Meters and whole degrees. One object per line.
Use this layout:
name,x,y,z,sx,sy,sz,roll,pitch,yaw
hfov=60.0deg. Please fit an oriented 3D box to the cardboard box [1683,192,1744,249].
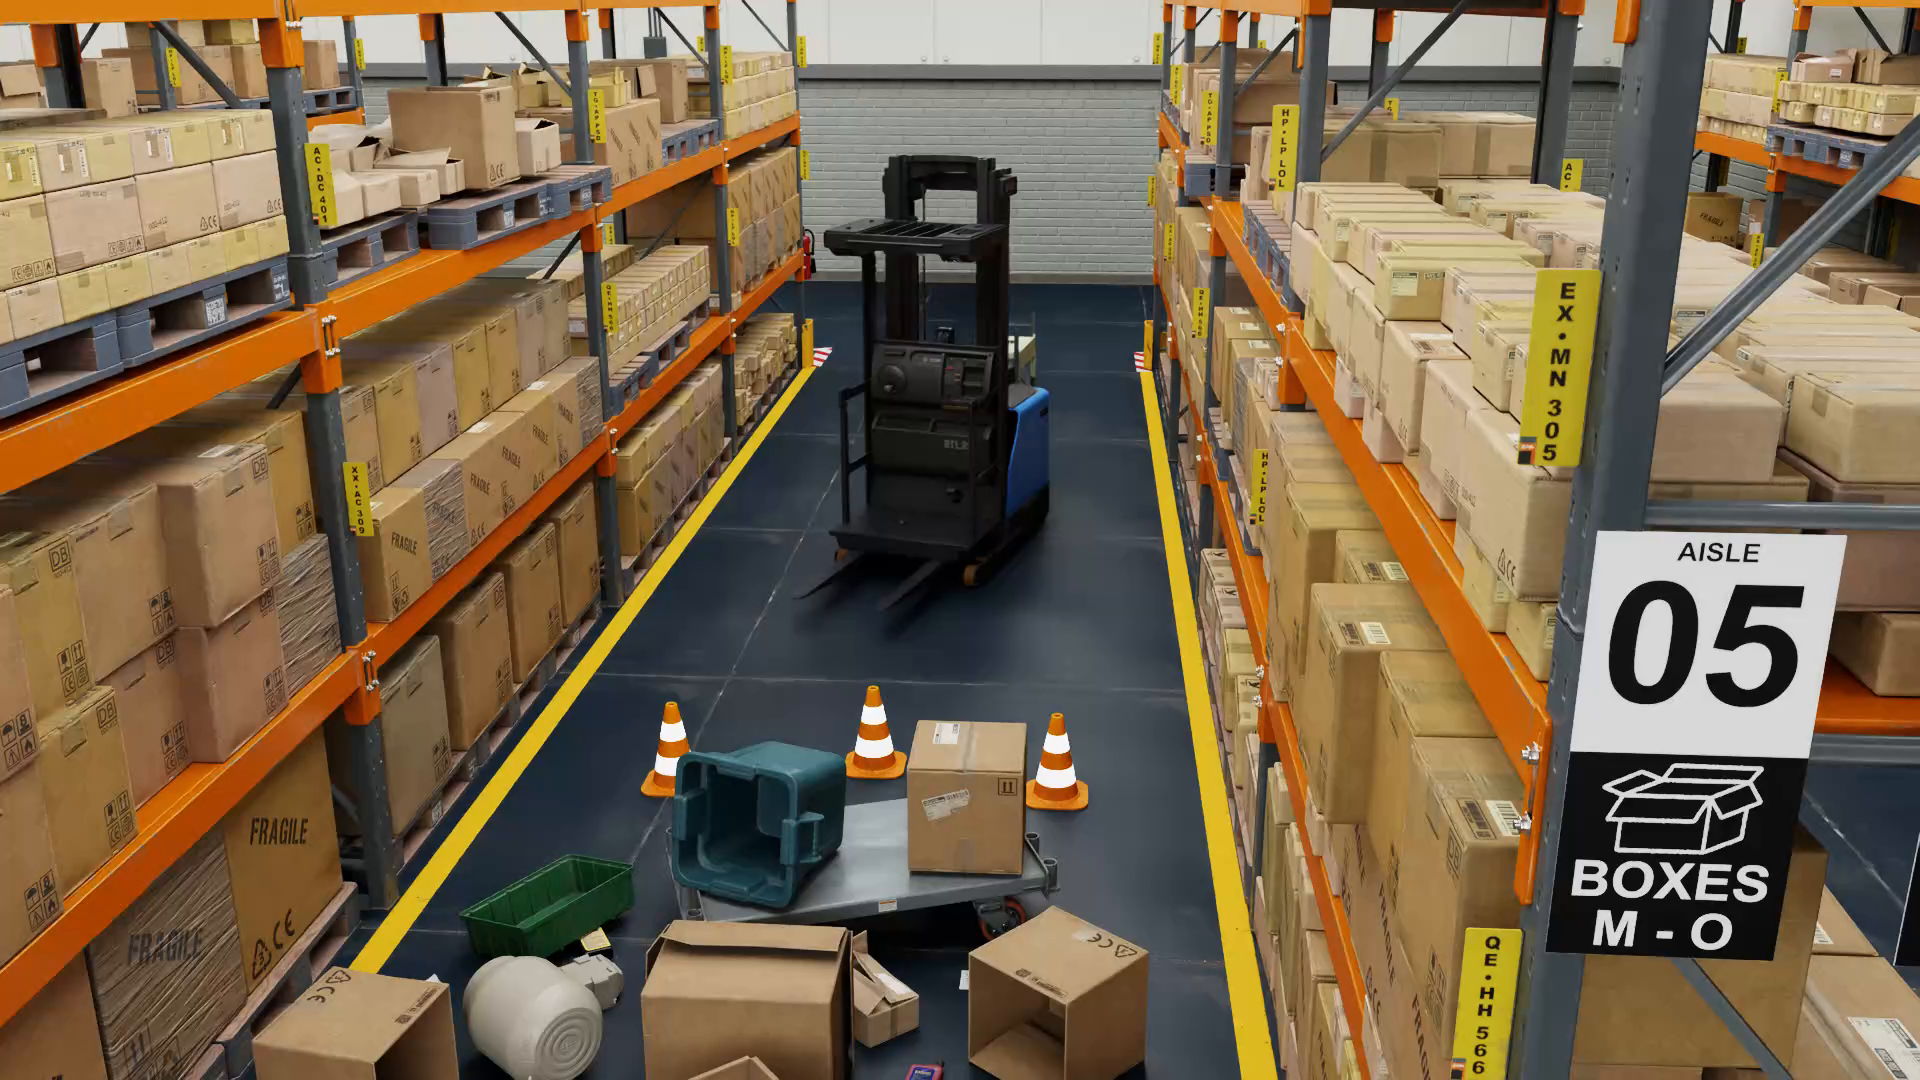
cardboard box,7.220,-3.099,16.124,0.500,0.500,0.500,2,18,5

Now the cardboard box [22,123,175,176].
cardboard box,-2.891,-1.313,5.583,0.380,0.149,0.250,2,18,5

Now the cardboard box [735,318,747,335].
cardboard box,-2.544,-2.347,18.216,0.380,0.149,0.250,2,18,5

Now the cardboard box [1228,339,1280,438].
cardboard box,1.778,-0.826,9.312,0.500,0.500,0.500,2,18,5

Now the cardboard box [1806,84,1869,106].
cardboard box,6.874,-3.481,13.002,0.380,0.149,0.250,1,18,3

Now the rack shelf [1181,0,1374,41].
rack shelf,2.247,-3.839,11.985,1.077,0.370,4.000,1,18,4

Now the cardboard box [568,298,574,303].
cardboard box,-3.170,-1.764,12.740,0.380,0.149,0.250,2,18,5

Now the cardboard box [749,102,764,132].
cardboard box,-2.174,-4.029,15.826,0.500,0.250,0.500,2,18,6

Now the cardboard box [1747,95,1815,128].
cardboard box,7.126,-3.682,14.290,0.500,0.250,0.500,1,18,4

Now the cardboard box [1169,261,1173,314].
cardboard box,2.168,-2.338,15.082,0.500,0.500,0.500,1,18,4

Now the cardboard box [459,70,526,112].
cardboard box,-3.071,-2.946,10.890,0.396,0.266,0.258,1,18,4

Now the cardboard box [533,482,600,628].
cardboard box,-2.975,0.079,10.804,1.050,0.750,0.750,1,18,3

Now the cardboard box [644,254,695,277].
cardboard box,-2.427,-2.290,13.869,0.380,0.149,0.250,1,18,2

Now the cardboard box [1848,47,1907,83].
cardboard box,7.388,-3.826,13.391,0.396,0.266,0.258,1,18,3

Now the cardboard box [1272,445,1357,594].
cardboard box,1.510,-0.031,5.955,0.700,0.500,0.500,1,18,4

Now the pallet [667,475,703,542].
pallet,-2.694,-0.273,13.418,1.003,0.211,1.213,1,18,4

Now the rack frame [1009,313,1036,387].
rack frame,0.438,-1.199,14.174,0.400,1.500,0.023,4,19,12

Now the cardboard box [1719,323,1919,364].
cardboard box,1.840,-0.360,3.510,0.380,0.149,0.250,1,18,4

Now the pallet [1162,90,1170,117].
pallet,2.634,-4.536,17.274,1.003,0.211,1.213,1,18,4

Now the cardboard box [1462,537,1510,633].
cardboard box,1.262,0.085,3.433,0.380,0.149,0.250,1,18,4

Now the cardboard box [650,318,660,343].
cardboard box,-2.515,-1.604,12.731,0.380,0.149,0.250,2,18,5

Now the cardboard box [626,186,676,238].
cardboard box,-2.791,-3.036,15.128,0.500,0.500,0.500,1,18,2

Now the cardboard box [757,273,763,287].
cardboard box,-2.162,-2.592,16.418,0.380,0.149,0.250,2,18,6

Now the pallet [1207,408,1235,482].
pallet,2.158,-0.584,10.196,1.213,0.211,1.003,1,18,4

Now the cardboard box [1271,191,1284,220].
cardboard box,1.793,-1.710,8.074,0.500,0.250,0.500,2,18,5

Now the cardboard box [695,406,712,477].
cardboard box,-2.393,-0.837,14.000,0.500,0.500,0.500,1,18,3

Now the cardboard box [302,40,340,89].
cardboard box,-7.191,-5.162,18.046,0.700,0.500,0.500,0,18,1

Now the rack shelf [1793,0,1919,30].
rack shelf,7.198,-3.729,11.650,1.077,0.370,4.000,1,18,4

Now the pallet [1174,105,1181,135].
pallet,2.459,-3.778,14.962,1.003,0.211,1.213,1,18,4

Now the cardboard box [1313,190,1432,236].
cardboard box,1.479,-1.170,5.981,0.380,0.149,0.250,2,18,6

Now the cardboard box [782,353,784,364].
cardboard box,-2.120,-1.977,18.043,0.380,0.149,0.250,1,18,4

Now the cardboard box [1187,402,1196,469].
cardboard box,2.425,-1.137,14.312,0.875,0.875,0.875,2,18,6

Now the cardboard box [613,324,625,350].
cardboard box,-2.589,-1.429,11.719,0.380,0.149,0.250,2,18,7

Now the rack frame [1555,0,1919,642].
rack frame,1.530,-1.265,2.332,1.000,3.000,0.127,1,18,4

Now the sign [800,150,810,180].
sign,-1.716,-4.144,18.387,0.100,0.325,0.005,1,18,4

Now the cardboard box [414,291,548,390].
cardboard box,-2.918,-1.204,10.015,0.700,0.500,0.500,1,18,3

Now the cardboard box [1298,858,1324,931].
cardboard box,1.385,1.244,5.804,0.380,0.149,0.250,2,18,7

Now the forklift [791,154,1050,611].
forklift,-0.276,-1.201,11.883,1.130,2.935,3.031,7,19,20

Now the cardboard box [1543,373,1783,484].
cardboard box,1.260,-0.211,3.055,0.380,0.149,0.250,1,18,4

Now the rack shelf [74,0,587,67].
rack shelf,-2.985,-2.676,8.435,1.077,0.370,4.000,1,18,4

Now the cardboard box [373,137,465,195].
cardboard box,-2.782,-1.921,8.531,0.396,0.266,0.258,1,18,4

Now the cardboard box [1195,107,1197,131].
cardboard box,1.853,-2.895,11.666,0.396,0.266,0.258,1,18,3

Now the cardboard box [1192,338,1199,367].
cardboard box,1.918,-1.381,11.757,0.500,0.250,0.500,1,18,2

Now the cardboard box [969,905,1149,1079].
cardboard box,0.383,1.833,6.523,0.500,0.500,0.500,17,25,41

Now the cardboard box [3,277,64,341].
cardboard box,-2.944,-0.694,4.976,0.380,0.149,0.250,1,18,4

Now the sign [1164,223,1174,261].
sign,1.836,-2.602,14.529,0.100,0.325,0.005,1,18,4

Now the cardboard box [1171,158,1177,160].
cardboard box,2.327,-3.784,16.847,0.380,0.149,0.250,1,18,4

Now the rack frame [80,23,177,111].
rack frame,-7.494,-5.213,14.381,1.000,3.000,0.127,1,18,4

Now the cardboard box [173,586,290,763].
cardboard box,-3.159,0.479,6.402,0.875,0.550,0.550,1,18,4

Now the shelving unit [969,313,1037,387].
shelving unit,0.355,-1.088,13.836,0.431,1.500,0.755,4,19,12

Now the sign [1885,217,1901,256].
sign,7.895,-2.570,14.091,0.100,0.325,0.005,1,18,4

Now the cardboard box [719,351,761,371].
cardboard box,-2.180,-1.773,16.464,0.380,0.149,0.250,2,18,5

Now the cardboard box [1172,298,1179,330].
cardboard box,2.095,-1.939,14.264,0.500,0.250,0.500,1,18,3

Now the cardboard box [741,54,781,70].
cardboard box,-2.042,-4.895,17.026,0.380,0.149,0.250,2,18,5

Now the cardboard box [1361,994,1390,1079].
cardboard box,1.279,1.343,4.409,0.380,0.149,0.250,2,18,5
